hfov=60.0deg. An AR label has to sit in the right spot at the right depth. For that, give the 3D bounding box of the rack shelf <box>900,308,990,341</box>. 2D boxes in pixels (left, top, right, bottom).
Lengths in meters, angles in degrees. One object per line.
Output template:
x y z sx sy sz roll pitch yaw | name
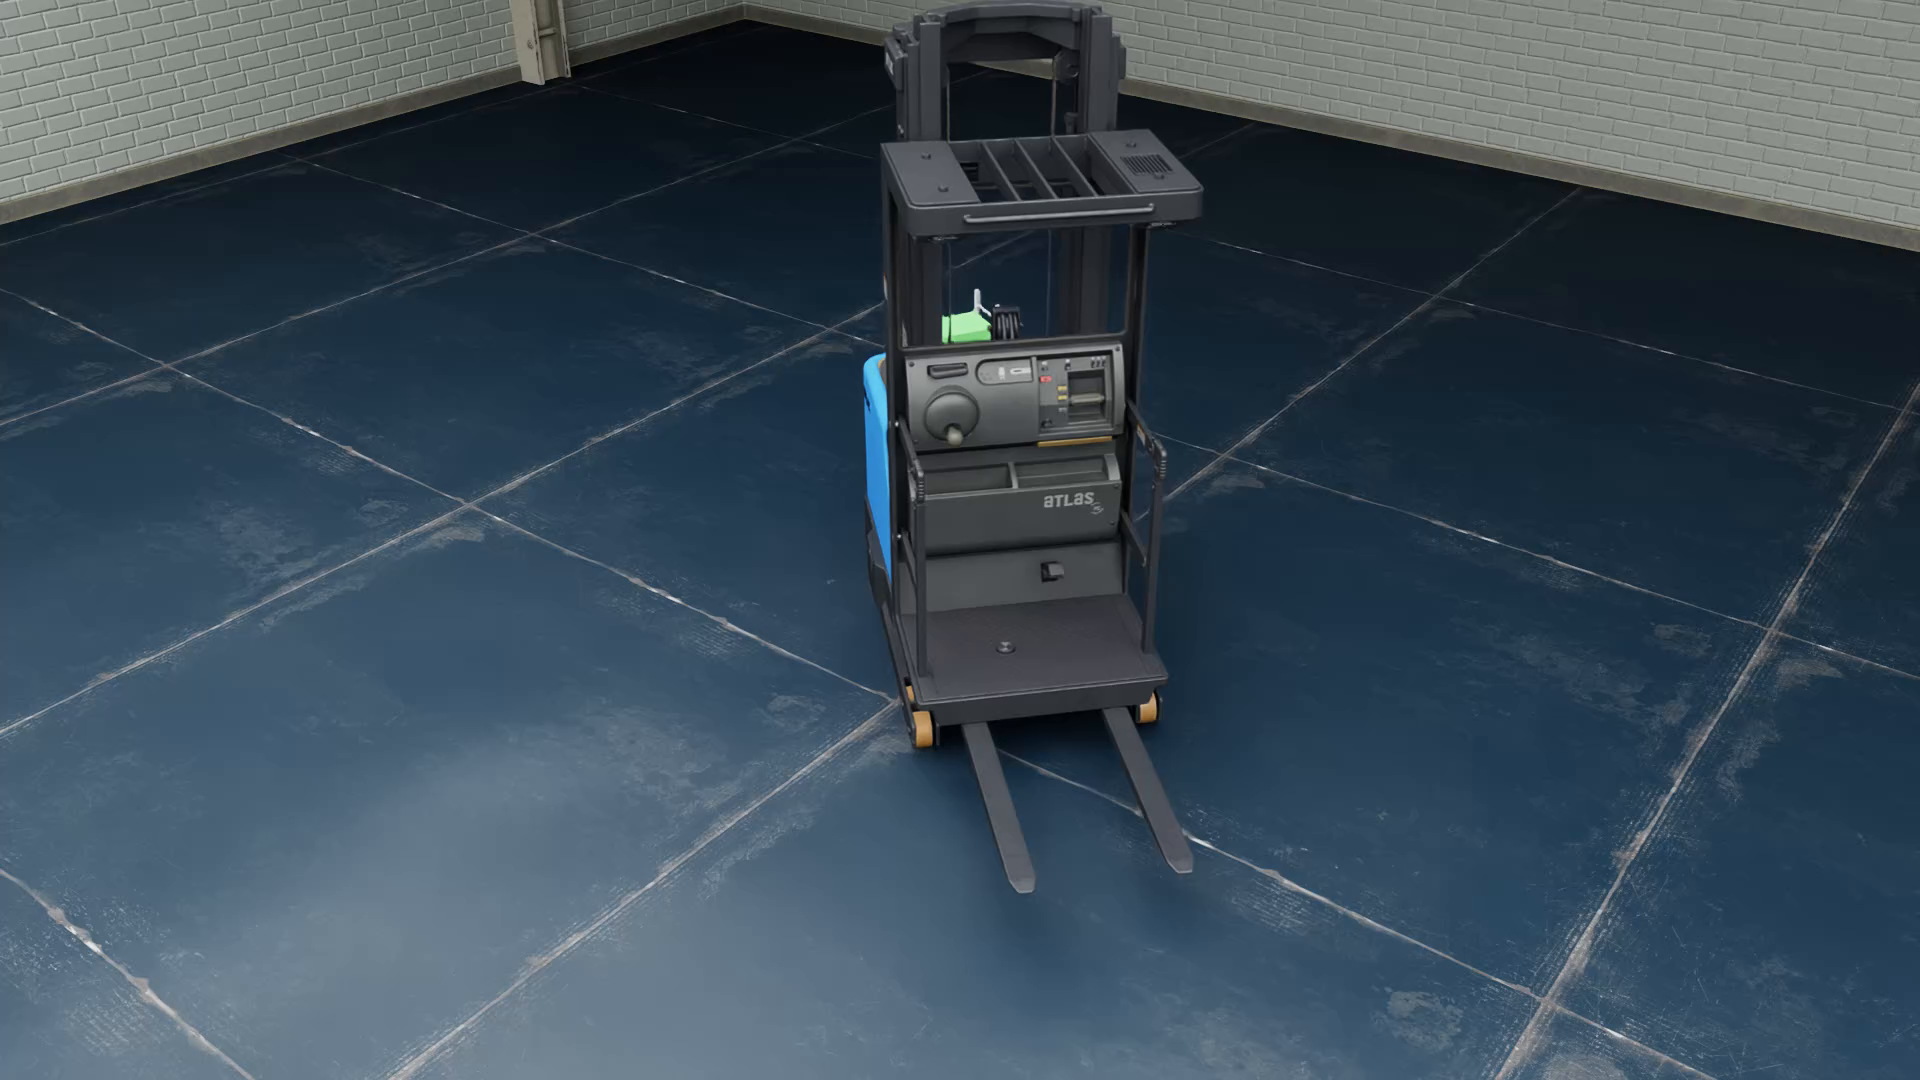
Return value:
-0.079 -1.031 8.497 0.480 0.148 0.258 -14 33 -22 | rack shelf

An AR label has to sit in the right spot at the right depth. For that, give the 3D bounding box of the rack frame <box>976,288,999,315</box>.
0.140 -0.728 8.801 0.015 1.200 0.240 -14 33 -22 | rack frame

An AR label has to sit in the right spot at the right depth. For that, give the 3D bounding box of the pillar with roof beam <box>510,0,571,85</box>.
-0.668 -7.121 11.940 9.100 9.000 0.400 21 37 31 | pillar with roof beam

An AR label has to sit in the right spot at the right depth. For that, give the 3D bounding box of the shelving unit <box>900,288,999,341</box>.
-0.079 -0.673 8.709 0.503 1.200 0.258 -14 33 -22 | shelving unit

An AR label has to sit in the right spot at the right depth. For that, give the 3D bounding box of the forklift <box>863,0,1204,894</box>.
0.276 -0.558 6.817 1.130 2.935 3.031 -5 31 -9 | forklift
